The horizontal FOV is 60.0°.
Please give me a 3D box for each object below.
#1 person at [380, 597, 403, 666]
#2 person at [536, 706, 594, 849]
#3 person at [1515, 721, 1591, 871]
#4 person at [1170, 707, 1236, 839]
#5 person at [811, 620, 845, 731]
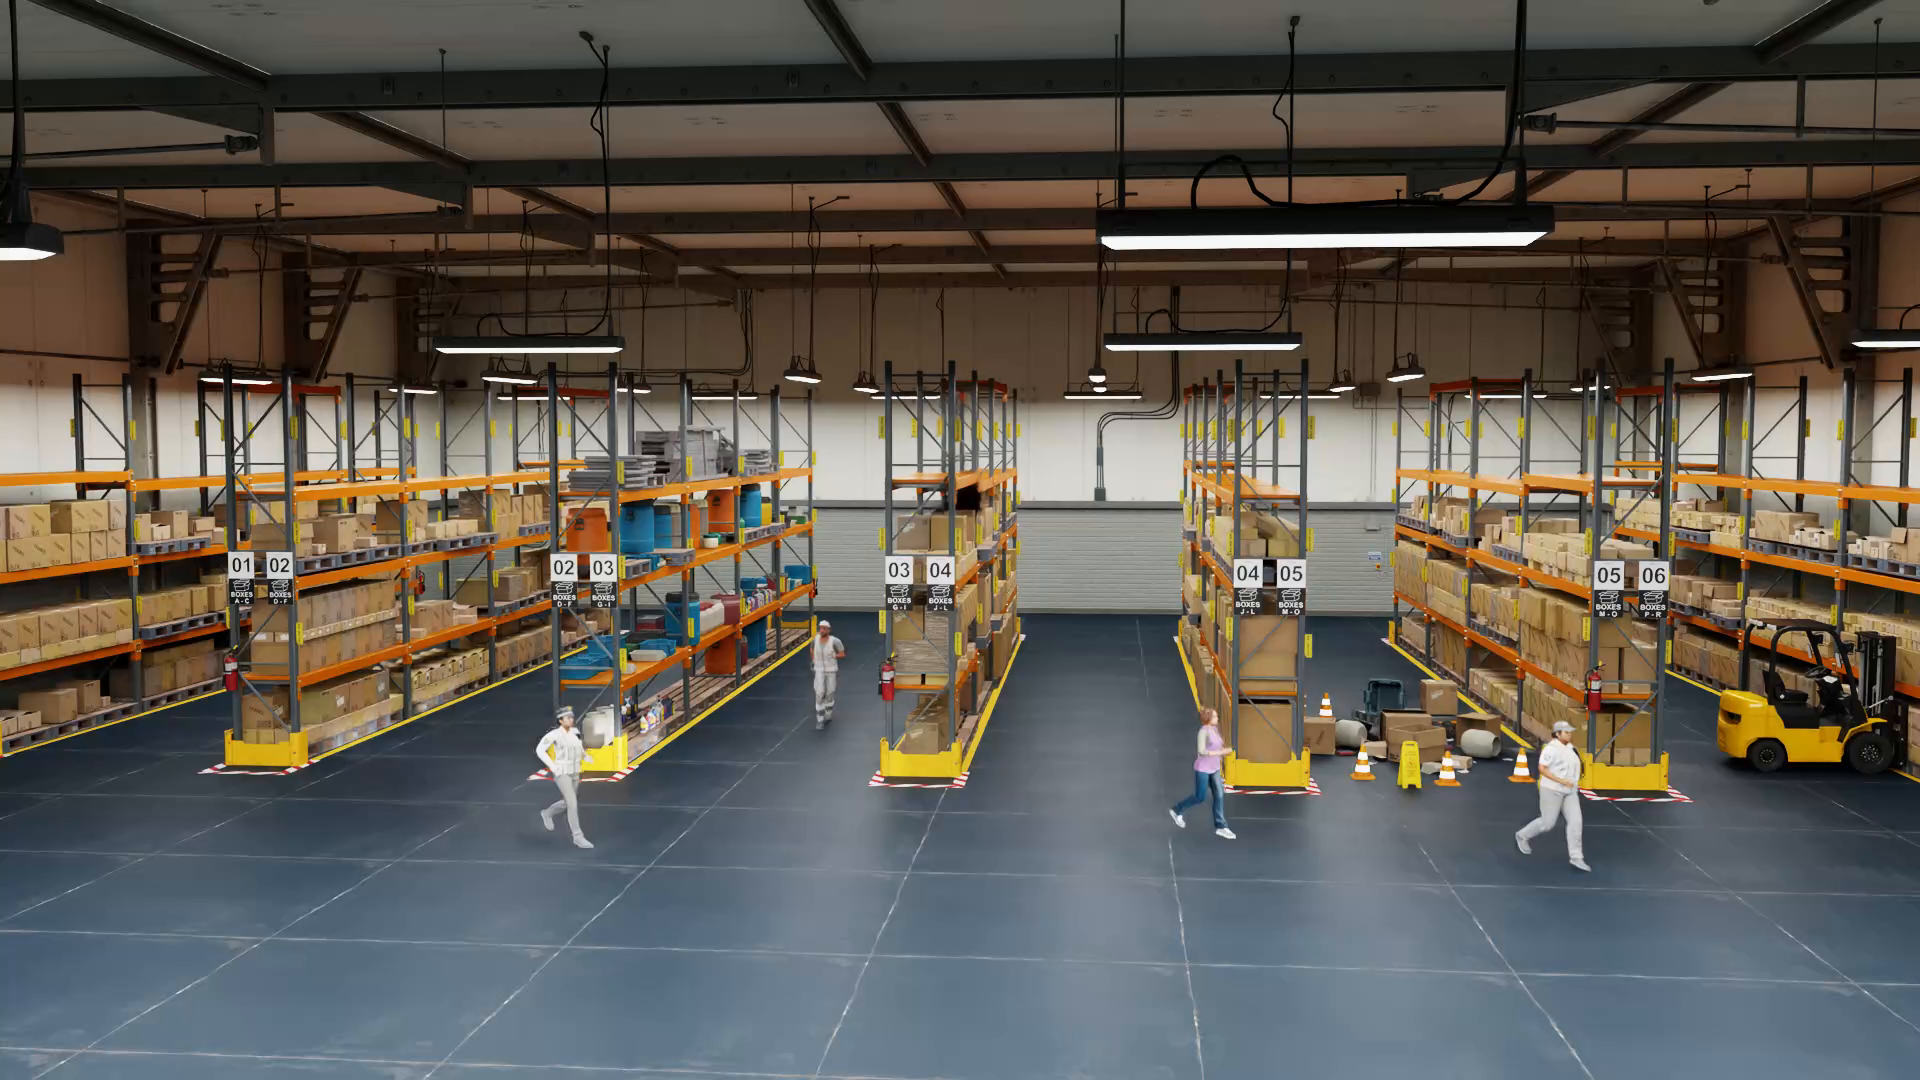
[{"bbox_3d":[-11.322,1.955,33.008,0.664,1.786,0.931,0,4,7],"label":"person"},{"bbox_3d":[-4.816,2.845,20.083,0.892,1.702,0.512,2,4,31],"label":"person"},{"bbox_3d":[6.924,2.911,19.198,0.643,1.659,0.959,-2,5,-33],"label":"person"},{"bbox_3d":[3.005,2.837,20.455,0.881,1.586,0.537,3,5,36],"label":"person"},{"bbox_3d":[-2.244,2.271,28.091,0.619,1.850,0.799,0,4,3],"label":"person"}]
